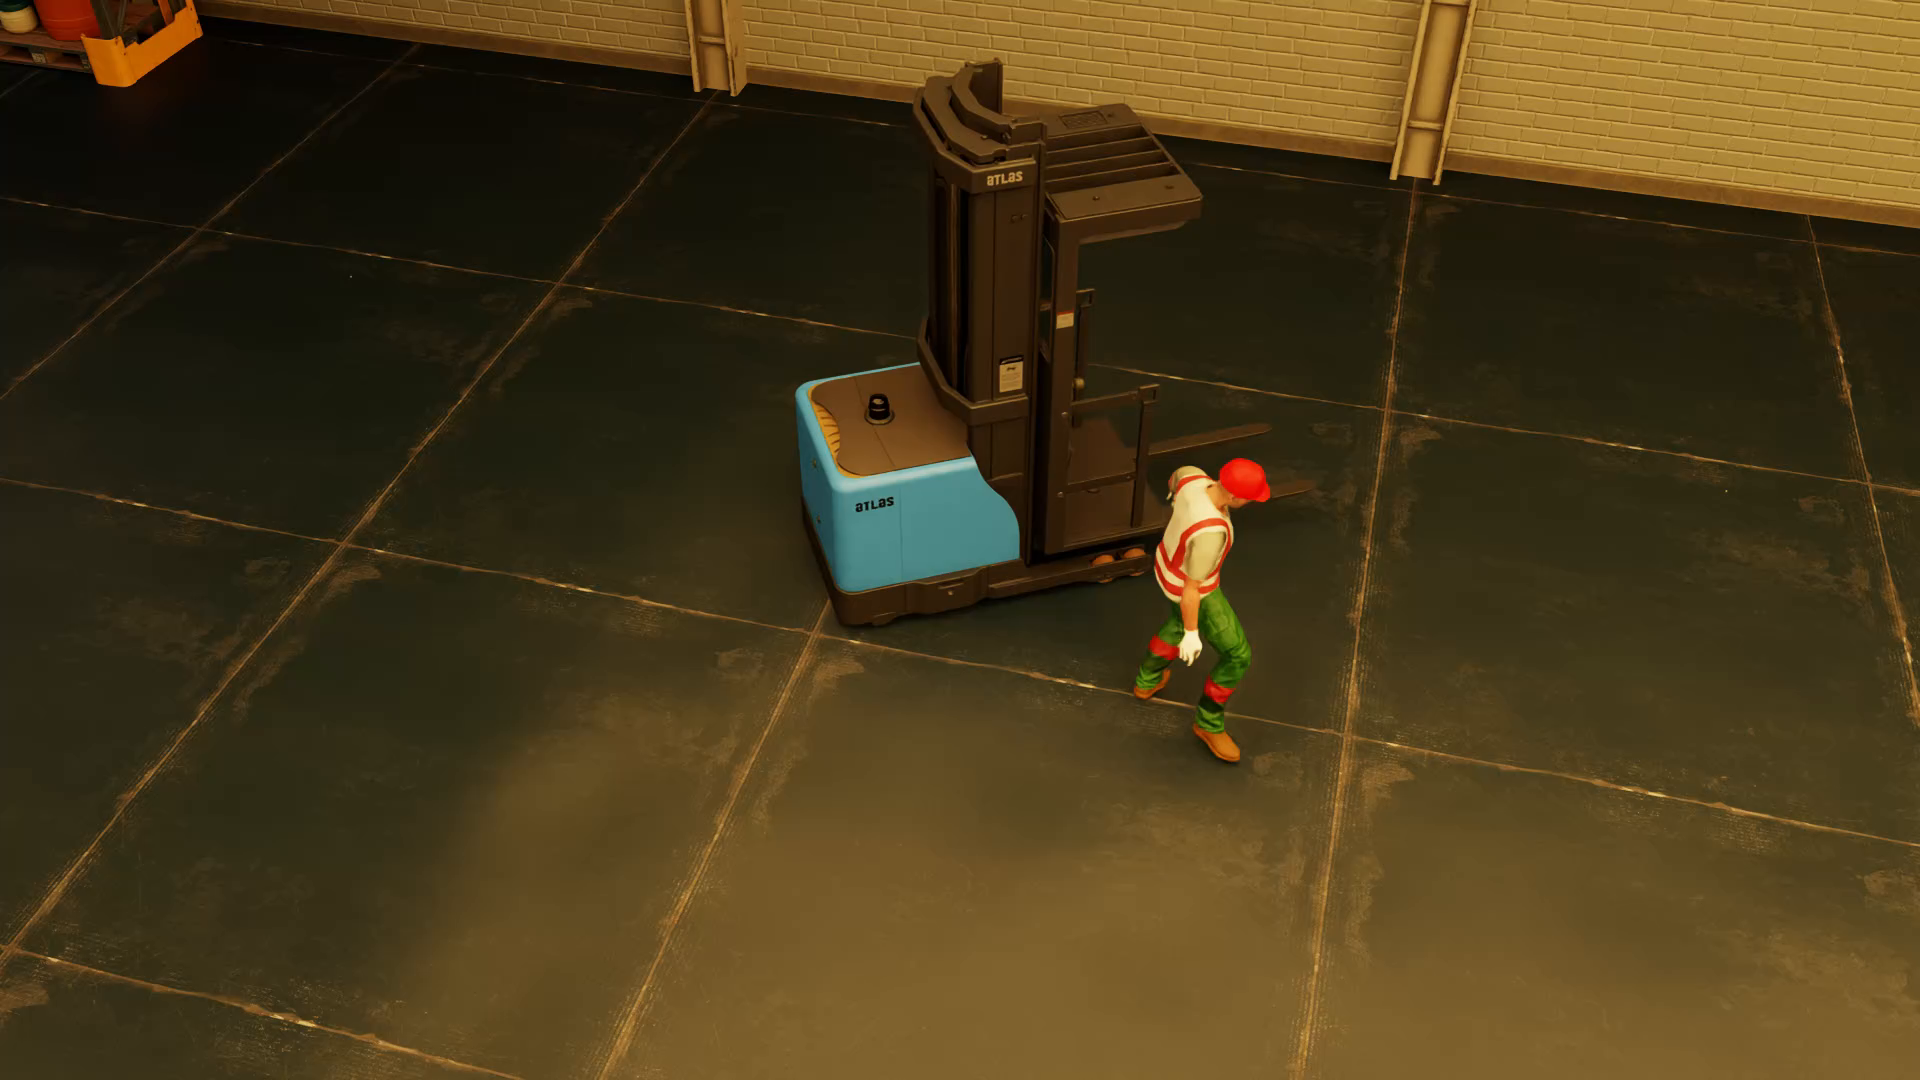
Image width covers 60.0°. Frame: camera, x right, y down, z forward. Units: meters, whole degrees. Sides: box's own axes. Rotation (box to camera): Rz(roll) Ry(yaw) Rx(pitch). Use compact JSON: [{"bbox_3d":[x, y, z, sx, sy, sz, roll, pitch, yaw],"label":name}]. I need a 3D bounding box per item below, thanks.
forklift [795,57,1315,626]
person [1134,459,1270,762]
[{"bbox_3d":[0.620,-1.173,9.200,3.031,2.935,1.130,-11,43,-13],"label":"forklift"},{"bbox_3d":[1.223,0.210,8.582,0.542,1.706,1.140,-5,42,-6],"label":"person"}]
